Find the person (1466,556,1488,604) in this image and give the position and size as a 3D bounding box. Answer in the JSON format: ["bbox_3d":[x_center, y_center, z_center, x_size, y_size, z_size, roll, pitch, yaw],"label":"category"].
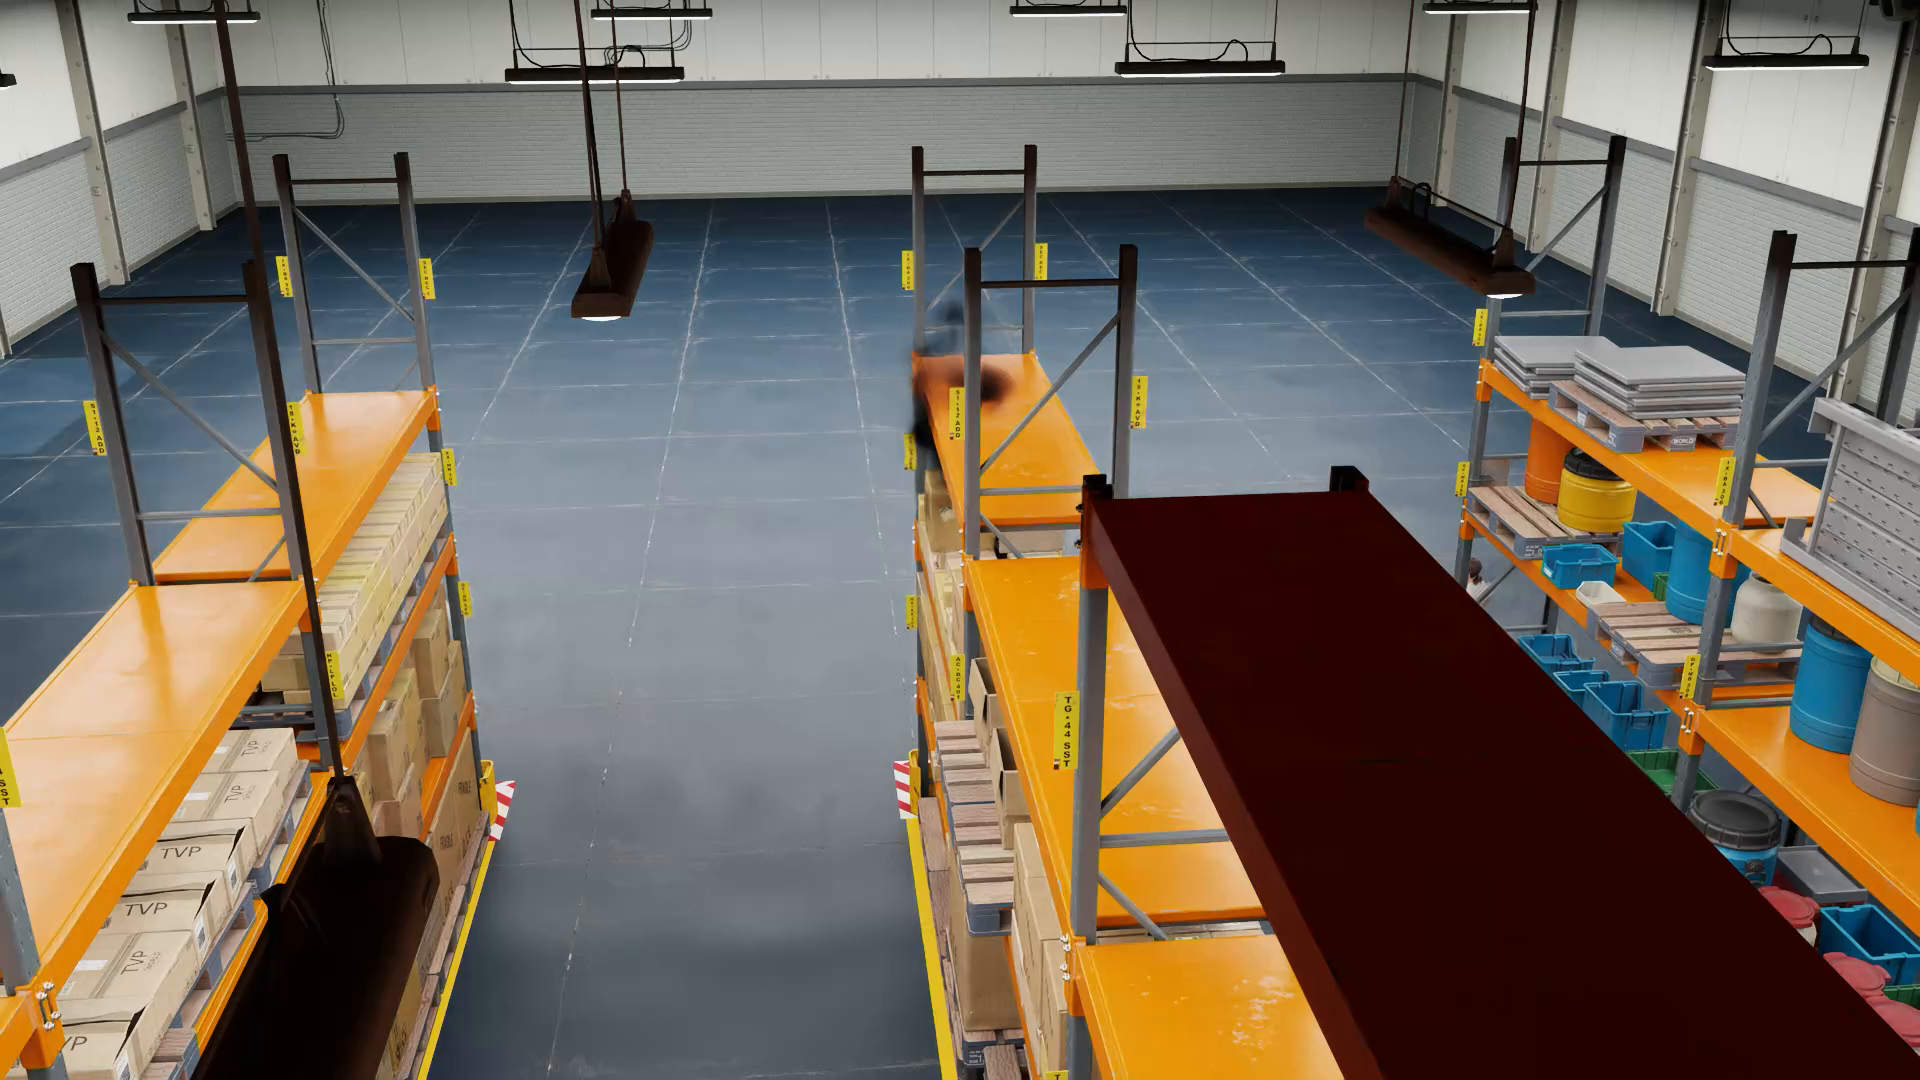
[{"bbox_3d":[5.168,0.912,17.162,0.625,1.647,0.604,18,28,38],"label":"person"}]
